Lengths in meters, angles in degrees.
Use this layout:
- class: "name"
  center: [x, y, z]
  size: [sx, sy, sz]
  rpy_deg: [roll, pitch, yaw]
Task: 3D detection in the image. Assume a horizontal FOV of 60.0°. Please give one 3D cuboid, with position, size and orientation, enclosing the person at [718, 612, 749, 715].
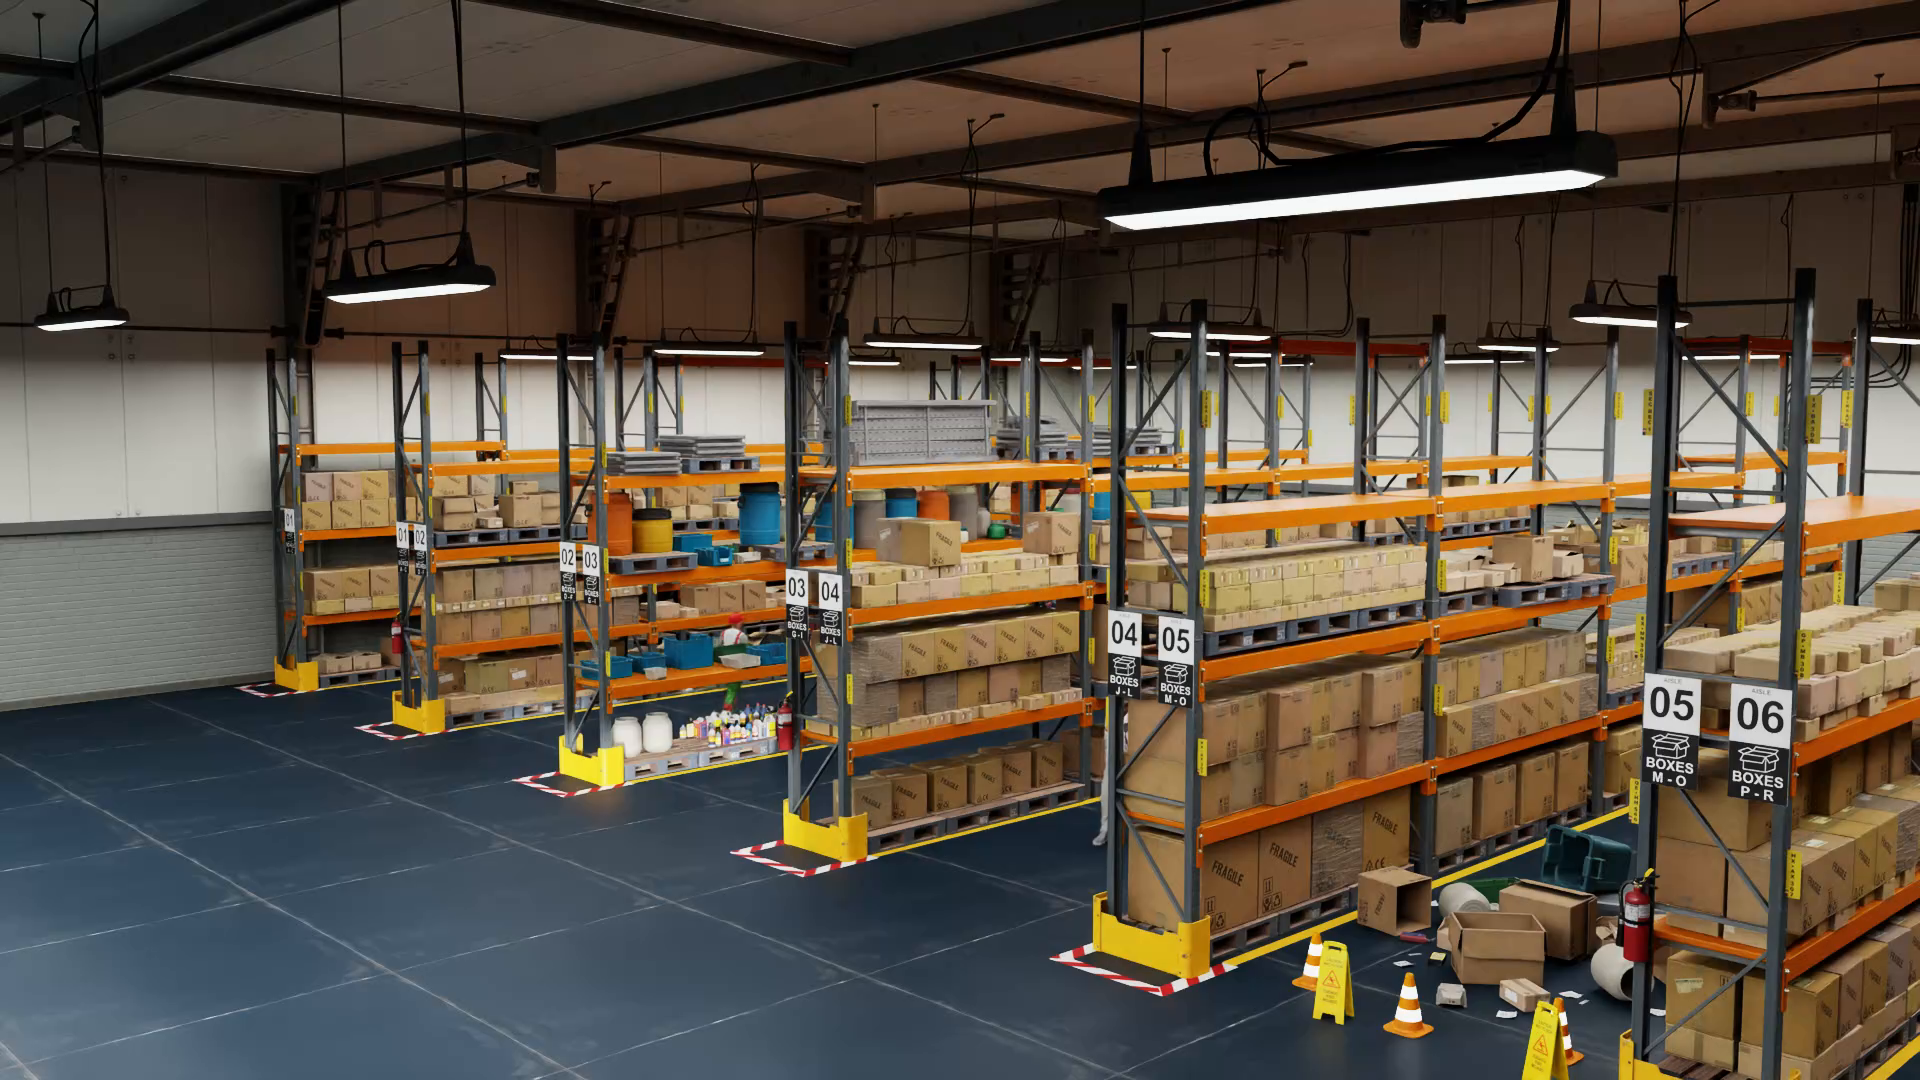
- class: "person"
  center: [-3.559, 2.034, 26.008]
  size: [0.587, 1.808, 0.543]
  rpy_deg: [3, 6, 33]

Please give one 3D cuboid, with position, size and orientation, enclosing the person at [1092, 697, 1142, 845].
- class: "person"
  center: [1.872, 2.626, 19.288]
  size: [0.589, 1.736, 0.748]
  rpy_deg: [4, 6, 35]
